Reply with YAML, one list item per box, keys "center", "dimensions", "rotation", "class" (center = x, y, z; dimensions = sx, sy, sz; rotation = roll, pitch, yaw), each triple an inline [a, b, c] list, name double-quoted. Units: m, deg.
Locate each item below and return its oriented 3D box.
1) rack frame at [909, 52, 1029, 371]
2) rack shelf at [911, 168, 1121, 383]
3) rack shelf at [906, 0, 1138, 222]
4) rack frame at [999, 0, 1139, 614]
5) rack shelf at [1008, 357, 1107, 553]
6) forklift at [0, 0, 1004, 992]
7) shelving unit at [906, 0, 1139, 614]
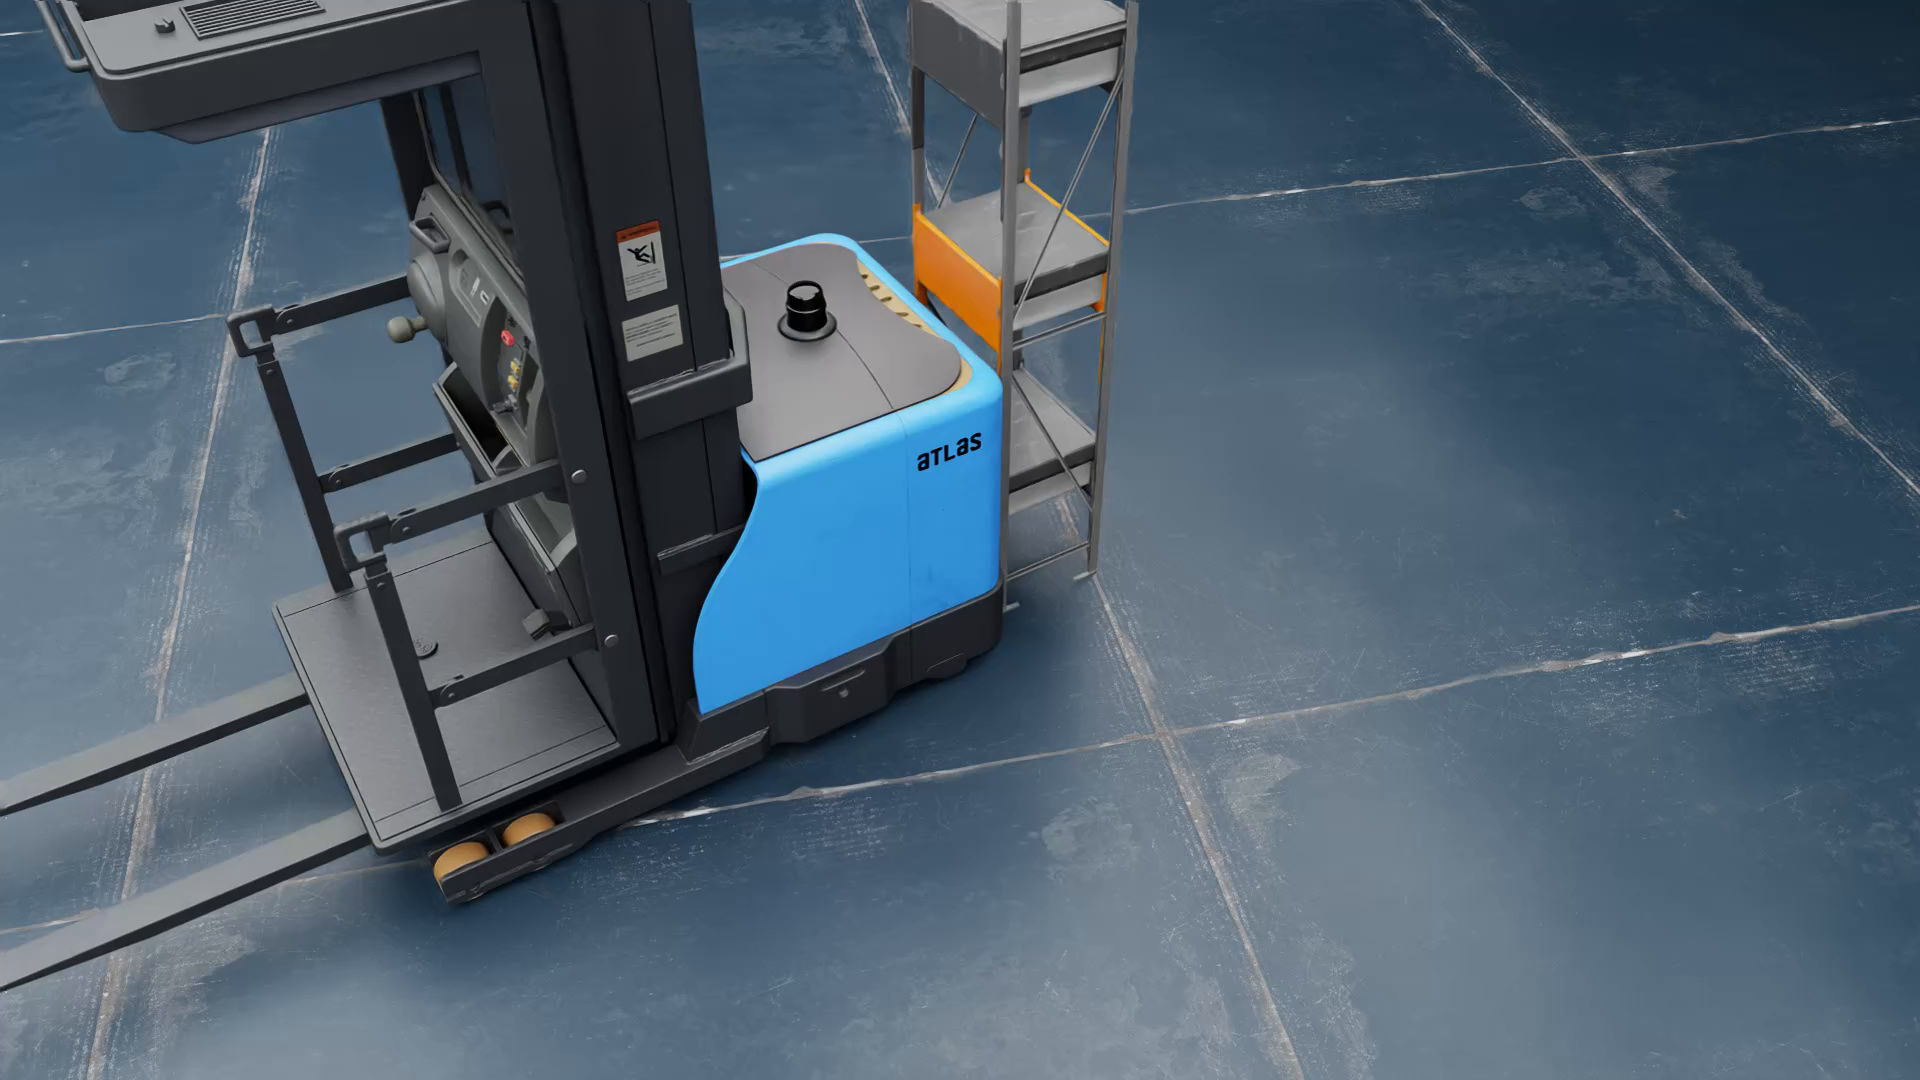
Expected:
- center: [0.033, -0.884, 5.164]
  dimensions: [0.400, 2.100, 0.015]
  rotation: [-22, 46, -23]
  class: "rack frame"
- center: [0.161, -0.736, 5.018]
  dimensions: [0.431, 0.518, 0.480]
  rotation: [-22, 46, -23]
  class: "rack shelf"
- center: [0.161, -1.259, 4.553]
  dimensions: [0.431, 0.518, 0.480]
  rotation: [-22, 46, -23]
  class: "rack shelf"
- center: [0.289, -0.608, 4.853]
  dimensions: [0.400, 2.100, 0.015]
  rotation: [-22, 46, -23]
  class: "rack frame"
- center: [0.161, -0.212, 5.482]
  dimensions: [0.431, 0.518, 0.480]
  rotation: [-22, 46, -23]
  class: "rack shelf"
- center: [-1.389, -0.498, 4.103]
  dimensions: [3.031, 2.935, 1.130]
  rotation: [-22, 46, -23]
  class: "forklift"
- center: [0.161, -0.746, 5.008]
  dimensions: [0.431, 2.100, 0.503]
  rotation: [-22, 46, -23]
  class: "shelving unit"
